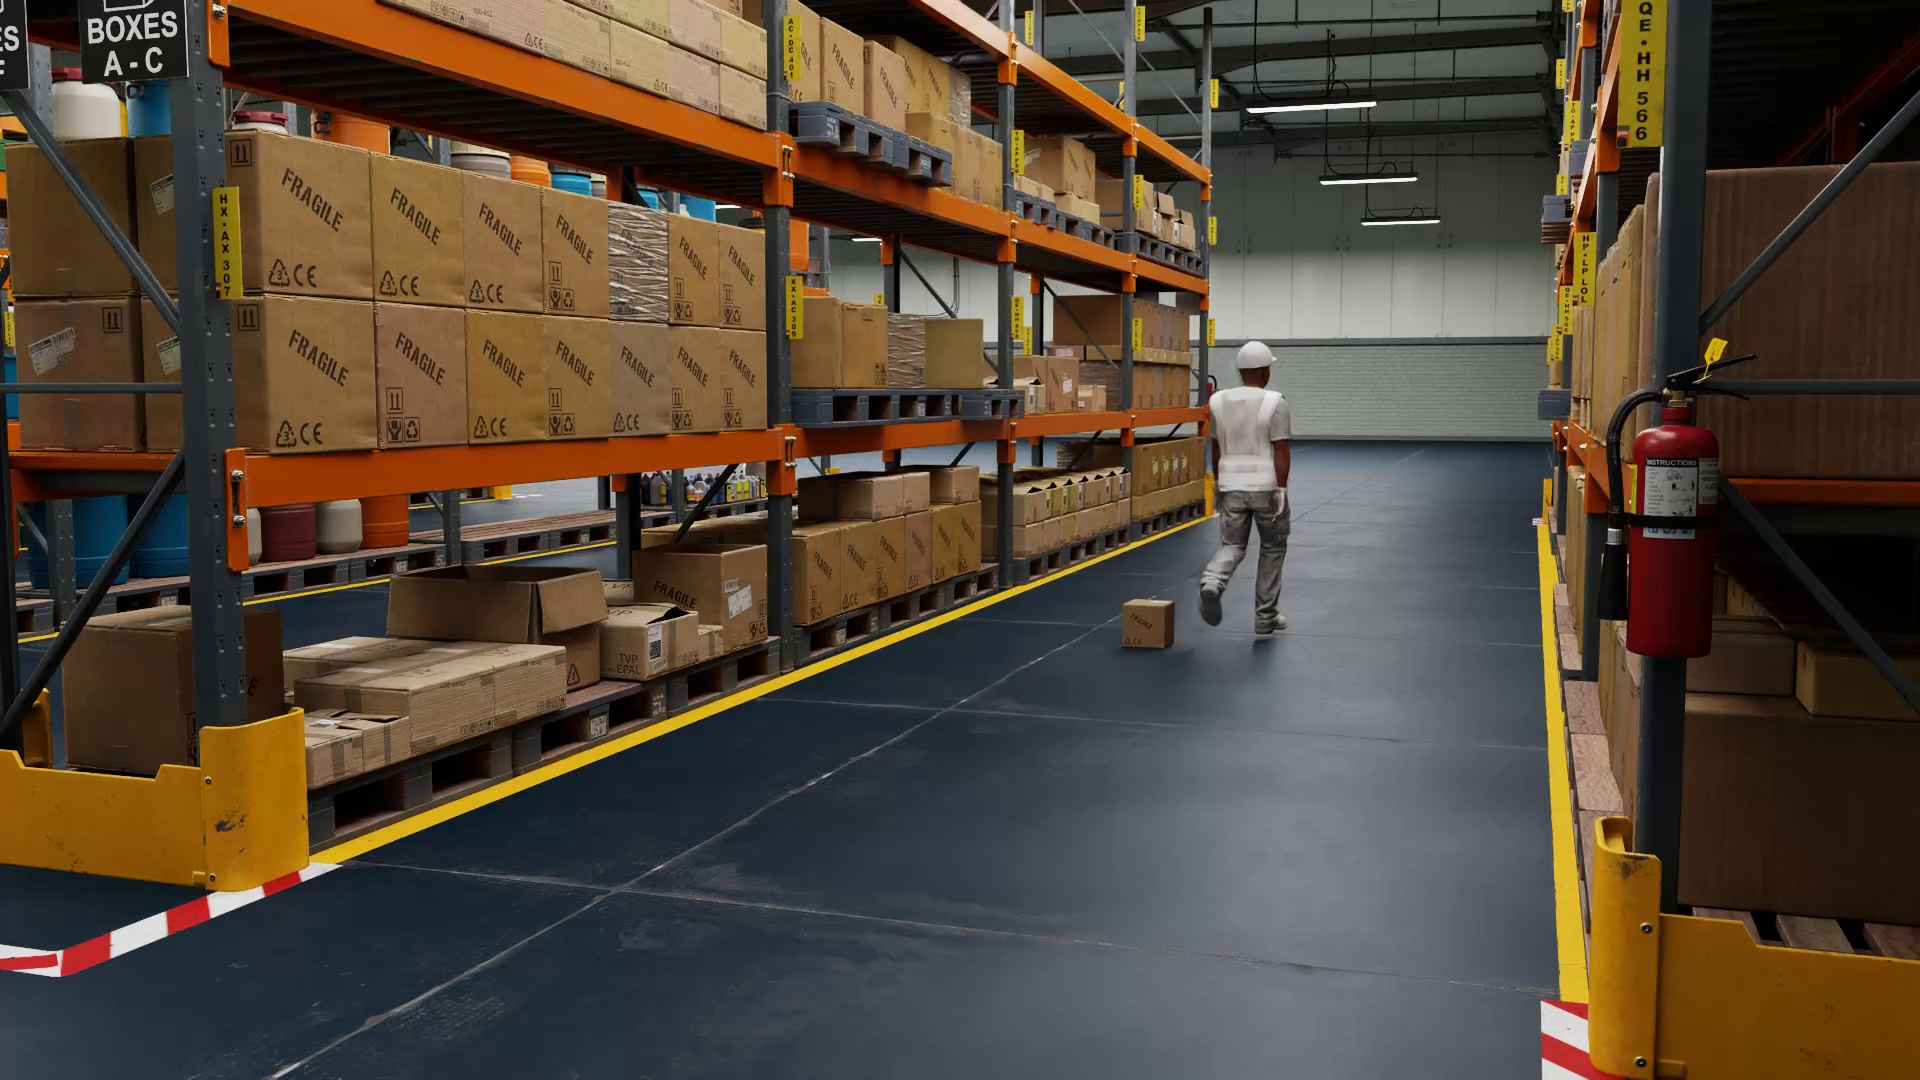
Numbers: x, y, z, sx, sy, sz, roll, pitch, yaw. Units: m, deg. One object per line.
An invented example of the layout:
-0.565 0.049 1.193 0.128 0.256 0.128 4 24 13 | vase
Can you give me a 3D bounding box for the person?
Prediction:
1.735 -0.307 10.010 0.564 1.767 0.731 3 6 34 | person
